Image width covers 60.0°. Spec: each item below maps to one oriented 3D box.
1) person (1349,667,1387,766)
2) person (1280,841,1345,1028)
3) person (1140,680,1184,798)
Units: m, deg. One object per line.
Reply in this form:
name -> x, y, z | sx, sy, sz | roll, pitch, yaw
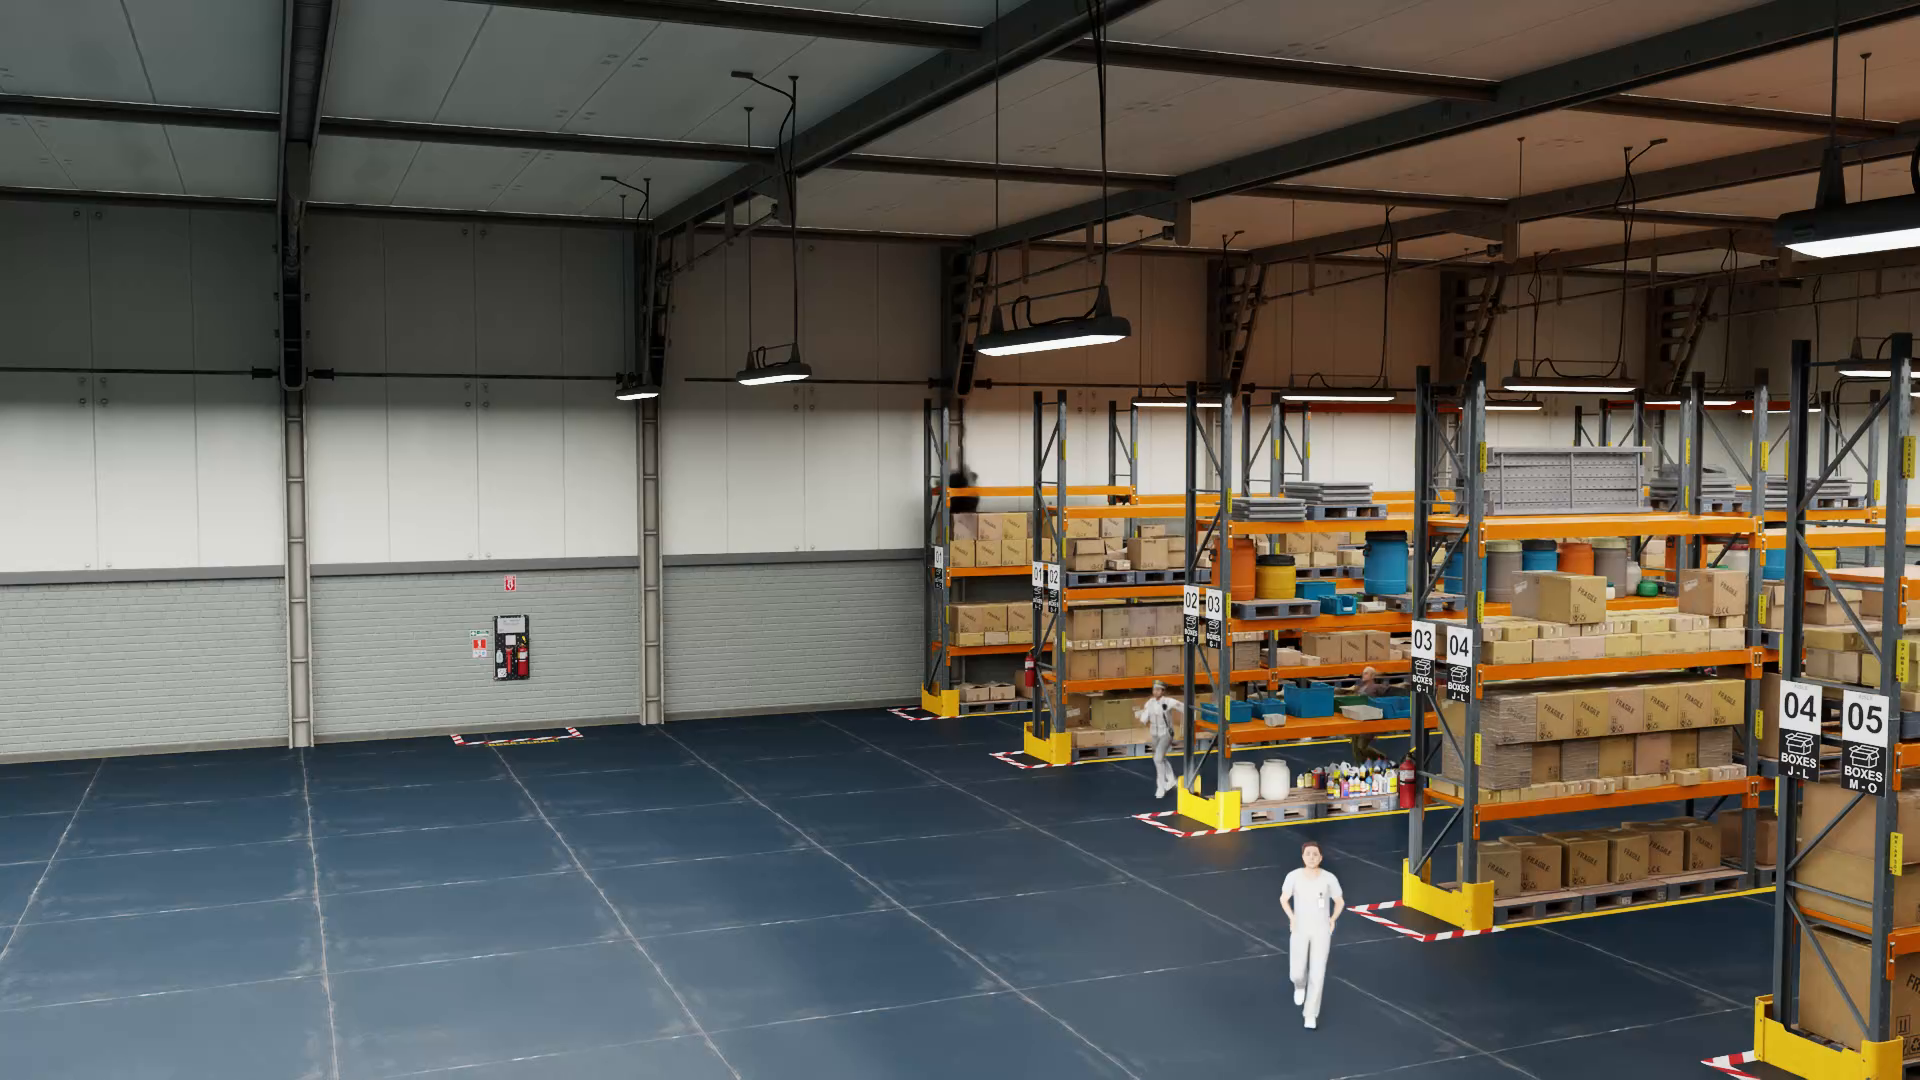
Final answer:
person -> 6.199, 2.779, 25.405 | 0.661, 1.685, 0.705 | -2, 4, -26
person -> 3.137, 3.479, 14.814 | 0.562, 1.614, 0.593 | 1, 3, 13
person -> 2.950, 2.894, 24.289 | 0.582, 1.739, 0.794 | 3, 4, 41
